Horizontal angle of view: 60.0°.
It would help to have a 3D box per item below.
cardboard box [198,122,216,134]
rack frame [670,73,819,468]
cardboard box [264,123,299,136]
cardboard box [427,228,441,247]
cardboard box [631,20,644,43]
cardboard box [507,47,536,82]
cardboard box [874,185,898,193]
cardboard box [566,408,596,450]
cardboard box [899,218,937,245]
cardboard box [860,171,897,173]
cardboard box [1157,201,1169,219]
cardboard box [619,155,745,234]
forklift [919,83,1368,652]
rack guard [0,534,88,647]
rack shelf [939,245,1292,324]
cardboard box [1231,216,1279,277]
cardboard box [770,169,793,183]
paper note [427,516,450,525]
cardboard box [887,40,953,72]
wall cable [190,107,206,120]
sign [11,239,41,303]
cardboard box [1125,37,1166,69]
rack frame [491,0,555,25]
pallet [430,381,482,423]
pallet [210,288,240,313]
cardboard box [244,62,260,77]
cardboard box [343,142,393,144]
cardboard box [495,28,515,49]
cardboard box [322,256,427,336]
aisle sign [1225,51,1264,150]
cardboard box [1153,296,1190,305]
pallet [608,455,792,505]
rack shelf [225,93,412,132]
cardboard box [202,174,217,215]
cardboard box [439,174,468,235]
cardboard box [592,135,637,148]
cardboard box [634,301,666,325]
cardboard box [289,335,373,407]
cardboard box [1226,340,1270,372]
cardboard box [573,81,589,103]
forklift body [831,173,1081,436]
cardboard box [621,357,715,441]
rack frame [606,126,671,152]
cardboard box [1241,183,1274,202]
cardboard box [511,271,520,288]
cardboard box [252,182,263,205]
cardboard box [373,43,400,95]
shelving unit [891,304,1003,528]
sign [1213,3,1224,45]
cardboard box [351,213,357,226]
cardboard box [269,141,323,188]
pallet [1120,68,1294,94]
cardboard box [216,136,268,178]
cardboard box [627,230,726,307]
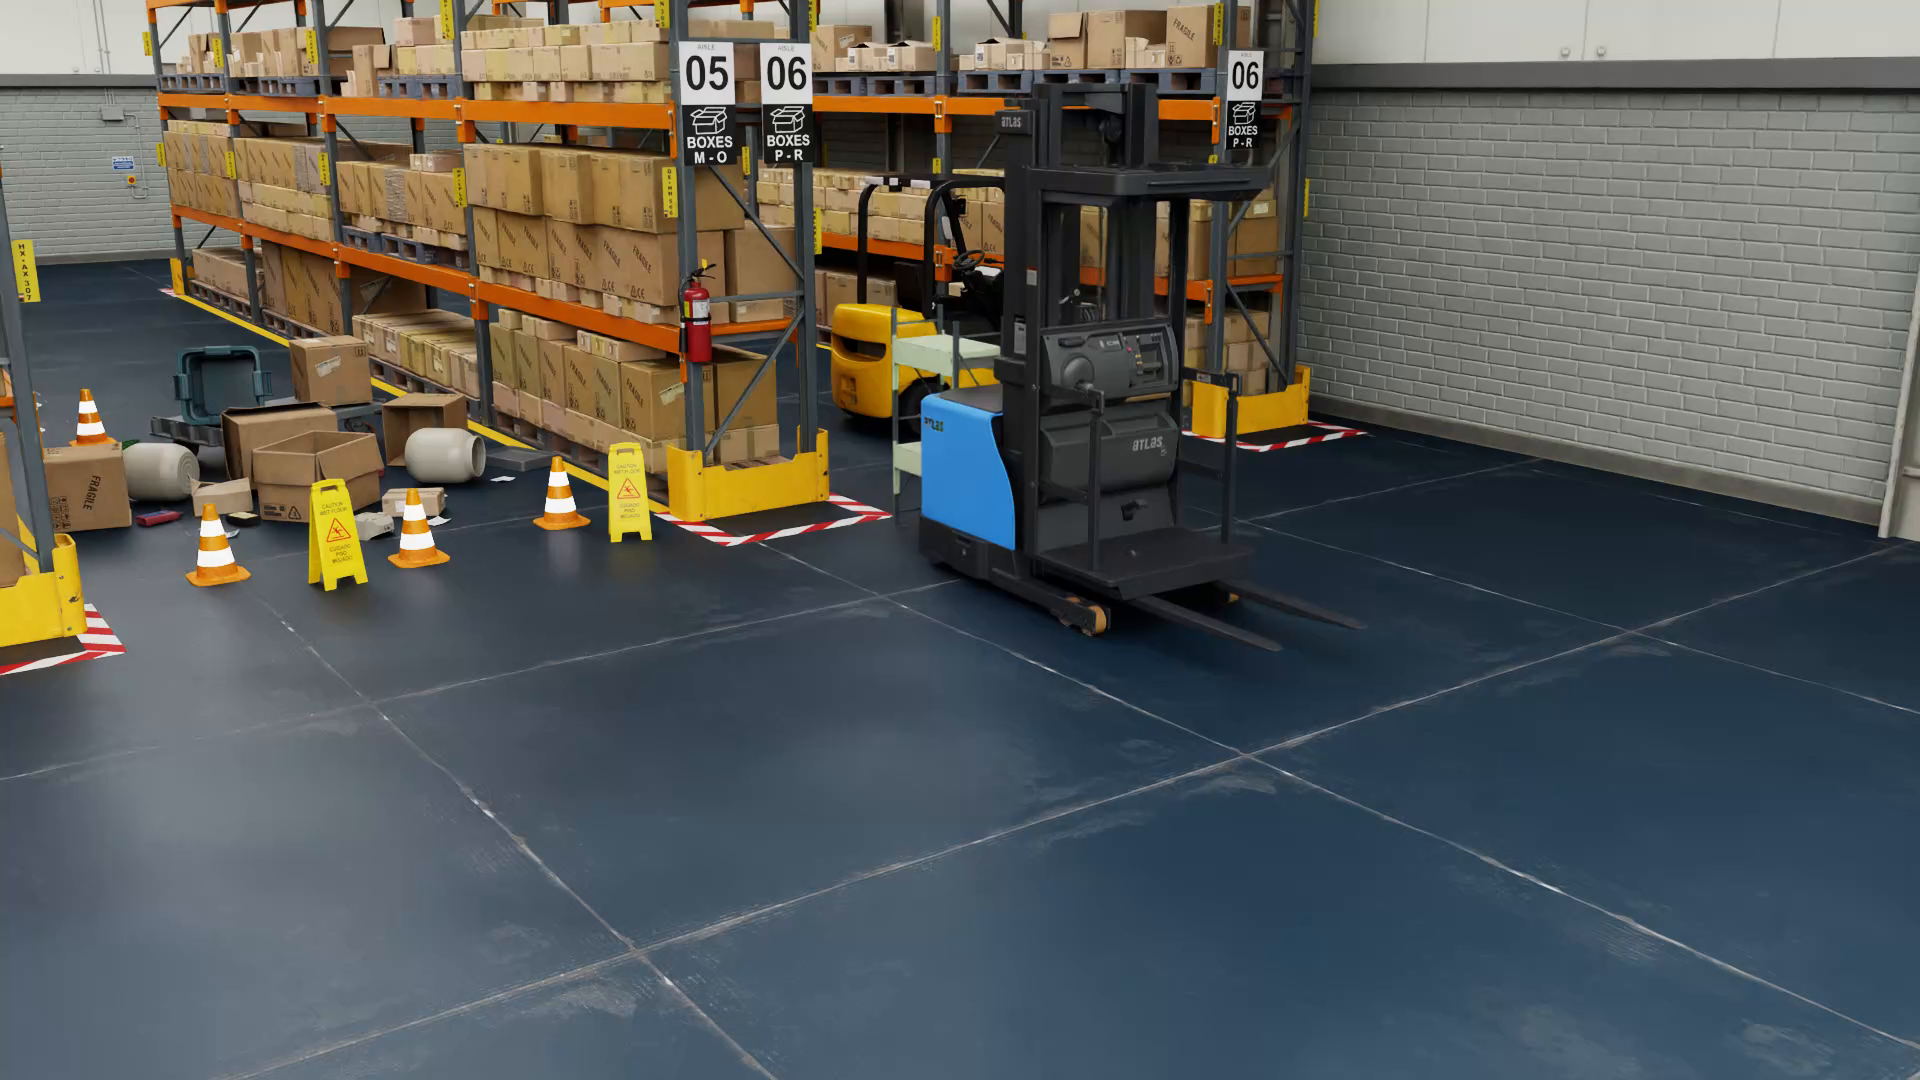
[{"bbox_3d":[-9.811,-5.430,21.920,0.380,0.149,0.250,-11,19,-35],"label":"cardboard box"},{"bbox_3d":[-1.460,-1.675,11.513,1.000,3.000,0.127,-11,19,-35],"label":"rack frame"},{"bbox_3d":[-8.655,-5.240,21.228,0.380,0.149,0.250,-11,19,-34],"label":"cardboard box"},{"bbox_3d":[-4.659,-2.786,15.253,0.380,0.149,0.250,-11,19,-35],"label":"cardboard box"},{"bbox_3d":[-2.018,-3.472,11.364,0.380,0.149,0.250,-10,18,-34],"label":"cardboard box"},{"bbox_3d":[-3.180,-3.693,12.924,0.500,0.250,0.500,-11,19,-34],"label":"cardboard box"},{"bbox_3d":[-0.709,-3.848,18.035,0.380,0.149,0.250,-12,19,-36],"label":"cardboard box"},{"bbox_3d":[-2.763,-0.905,13.112,0.500,0.250,0.500,-12,19,-37],"label":"cardboard box"},{"bbox_3d":[-0.307,-3.295,17.716,0.500,0.250,0.500,-10,18,-33],"label":"cardboard box"},{"bbox_3d":[-0.943,-4.224,19.409,0.380,0.149,0.250,-11,19,-35],"label":"cardboard box"},{"bbox_3d":[1.948,-2.887,14.526,0.380,0.149,0.250,-11,18,-34],"label":"cardboard box"},{"bbox_3d":[-1.937,-2.424,11.603,0.700,0.500,0.500,-11,19,-36],"label":"cardboard box"},{"bbox_3d":[0.985,-1.031,9.290,1.130,2.935,3.031,-10,18,-33],"label":"forklift"},{"bbox_3d":[-5.390,0.326,8.938,1.175,0.500,0.348,-11,19,-35],"label":"rack guard"},{"bbox_3d":[1.377,-2.526,15.986,1.077,0.370,4.000,-11,19,-35],"label":"rack shelf"},{"bbox_3d":[2.486,-2.643,14.861,0.500,0.500,0.500,-10,18,-33],"label":"cardboard box"},{"bbox_3d":[-2.044,-4.345,19.850,0.380,0.149,0.250,-10,18,-33],"label":"cardboard box"},{"bbox_3d":[-3.626,-0.135,11.513,0.142,0.019,0.148,10,18,33],"label":"paper note"},{"bbox_3d":[-0.421,-5.071,17.425,0.500,0.311,0.500,-12,19,-36],"label":"cardboard box"},{"bbox_3d":[-13.061,-7.004,29.061,0.588,1.984,0.122,-11,19,-35],"label":"wall cable"},{"bbox_3d":[-4.952,-1.425,8.812,0.100,0.325,0.005,-11,19,-35],"label":"sign"},{"bbox_3d":[1.671,-4.263,14.556,0.396,0.266,0.258,-11,19,-34],"label":"cardboard box"},{"bbox_3d":[-6.854,-8.756,26.022,1.000,3.000,0.127,-11,19,-35],"label":"rack frame"},{"bbox_3d":[-4.271,-1.350,15.608,1.003,0.211,1.213,-11,19,-35],"label":"pallet"},{"bbox_3d":[-9.621,-3.327,22.833,1.003,0.211,1.213,-11,19,-35],"label":"pallet"},{"bbox_3d":[-8.055,-5.449,19.269,0.380,0.166,0.250,-12,20,-38],"label":"cardboard box"},{"bbox_3d":[-6.555,-4.161,18.514,0.500,0.500,0.500,-11,19,-34],"label":"cardboard box"},{"bbox_3d":[-3.433,-3.952,13.117,0.380,0.149,0.250,-11,19,-35],"label":"cardboard box"},{"bbox_3d":[-6.502,-2.721,18.565,0.875,0.875,0.875,-11,19,-35],"label":"cardboard box"},{"bbox_3d":[2.354,-3.640,13.770,0.394,0.787,0.004,-11,19,-35],"label":"aisle sign"},{"bbox_3d":[1.842,-2.151,15.772,0.500,0.250,0.500,-11,19,-35],"label":"cardboard box"},{"bbox_3d":[-1.953,-0.525,12.594,1.003,0.211,1.213,-11,19,-35],"label":"pallet"},{"bbox_3d":[-7.339,-4.910,19.013,1.077,0.370,4.000,-11,19,-35],"label":"rack shelf"},{"bbox_3d":[-9.609,-4.559,21.861,0.500,0.500,0.500,-11,19,-35],"label":"cardboard box"},{"bbox_3d":[-4.269,-2.986,14.756,0.500,0.500,0.500,-11,19,-36],"label":"cardboard box"},{"bbox_3d":[-5.163,-5.800,24.887,0.500,0.500,0.500,-11,19,-36],"label":"cardboard box"},{"bbox_3d":[-2.091,-1.637,11.851,0.380,0.149,0.250,-11,19,-35],"label":"cardboard box"},{"bbox_3d":[-5.234,-1.406,13.831,0.500,0.500,0.500,-11,19,-35],"label":"cardboard box"},{"bbox_3d":[2.445,-1.696,15.057,0.500,0.250,0.500,-10,18,-34],"label":"cardboard box"},{"bbox_3d":[-2.626,-3.311,12.284,0.380,0.149,0.250,-11,19,-36],"label":"cardboard box"},{"bbox_3d":[-0.038,-2.158,14.887,2.313,2.155,1.214,-11,19,-35],"label":"forklift body"},{"bbox_3d":[-2.142,-1.043,12.198,0.500,0.500,0.500,-11,19,-34],"label":"cardboard box"},{"bbox_3d":[-4.503,-5.008,23.693,1.000,3.000,0.127,-11,19,-35],"label":"rack frame"},{"bbox_3d":[2.528,-3.055,14.576,0.380,0.149,0.250,-11,19,-36],"label":"cardboard box"},{"bbox_3d":[-3.514,-2.193,13.881,0.380,0.149,0.250,-11,19,-35],"label":"cardboard box"},{"bbox_3d":[-8.155,-4.161,19.935,0.500,0.250,0.500,-11,18,-34],"label":"cardboard box"},{"bbox_3d":[-5.244,-4.558,16.171,0.797,0.503,0.637,-11,19,-35],"label":"cardboard box"},{"bbox_3d":[-0.079,-0.757,11.000,0.431,1.500,0.755,-10,18,-33],"label":"shelving unit"},{"bbox_3d":[2.106,-4.200,13.531,0.100,0.325,0.005,-11,19,-35],"label":"sign"},{"bbox_3d":[-6.123,-3.366,17.373,0.380,0.149,0.250,-12,19,-38],"label":"cardboard box"},{"bbox_3d":[-7.566,-4.308,19.050,0.500,0.500,0.500,-11,19,-35],"label":"cardboard box"},{"bbox_3d":[2.158,-4.005,14.513,1.003,0.211,1.213,-11,19,-35],"label":"pallet"},{"bbox_3d":[-9.016,-4.825,20.941,0.500,0.500,0.500,-11,19,-35],"label":"cardboard box"},{"bbox_3d":[-2.002,-1.939,11.727,0.500,0.500,0.500,-11,19,-36],"label":"cardboard box"}]
